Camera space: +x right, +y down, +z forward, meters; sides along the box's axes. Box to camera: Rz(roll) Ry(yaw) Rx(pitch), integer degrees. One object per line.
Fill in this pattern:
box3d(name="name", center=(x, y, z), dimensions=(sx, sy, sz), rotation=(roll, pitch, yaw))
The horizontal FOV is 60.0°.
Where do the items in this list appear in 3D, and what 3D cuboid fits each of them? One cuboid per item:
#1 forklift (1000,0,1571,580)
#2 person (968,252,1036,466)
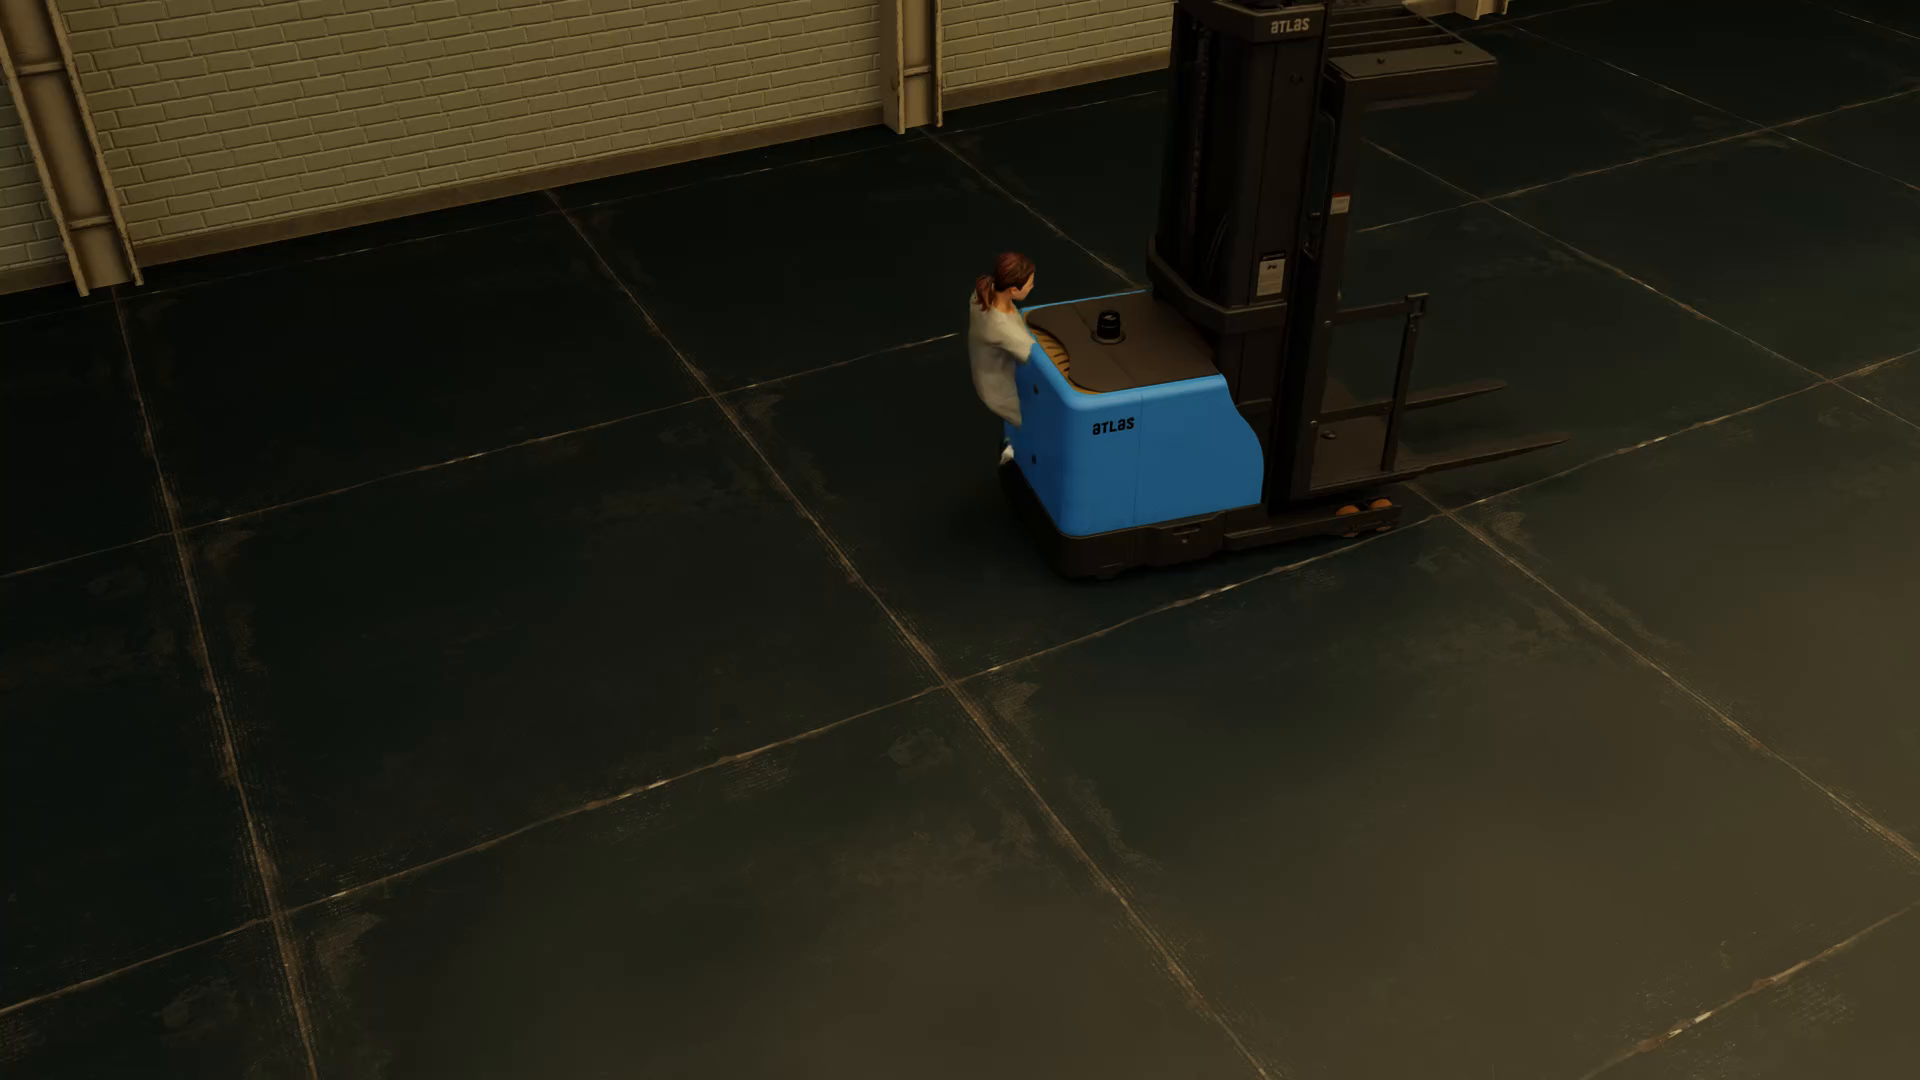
box3d(name="forklift", center=(1.791, -1.490, 8.231), dimensions=(3.031, 2.935, 1.130), rotation=(-10, 37, -14))
box3d(name="person", center=(0.410, -0.818, 8.525), dimensions=(0.710, 1.496, 0.772), rotation=(-9, 36, -13))
